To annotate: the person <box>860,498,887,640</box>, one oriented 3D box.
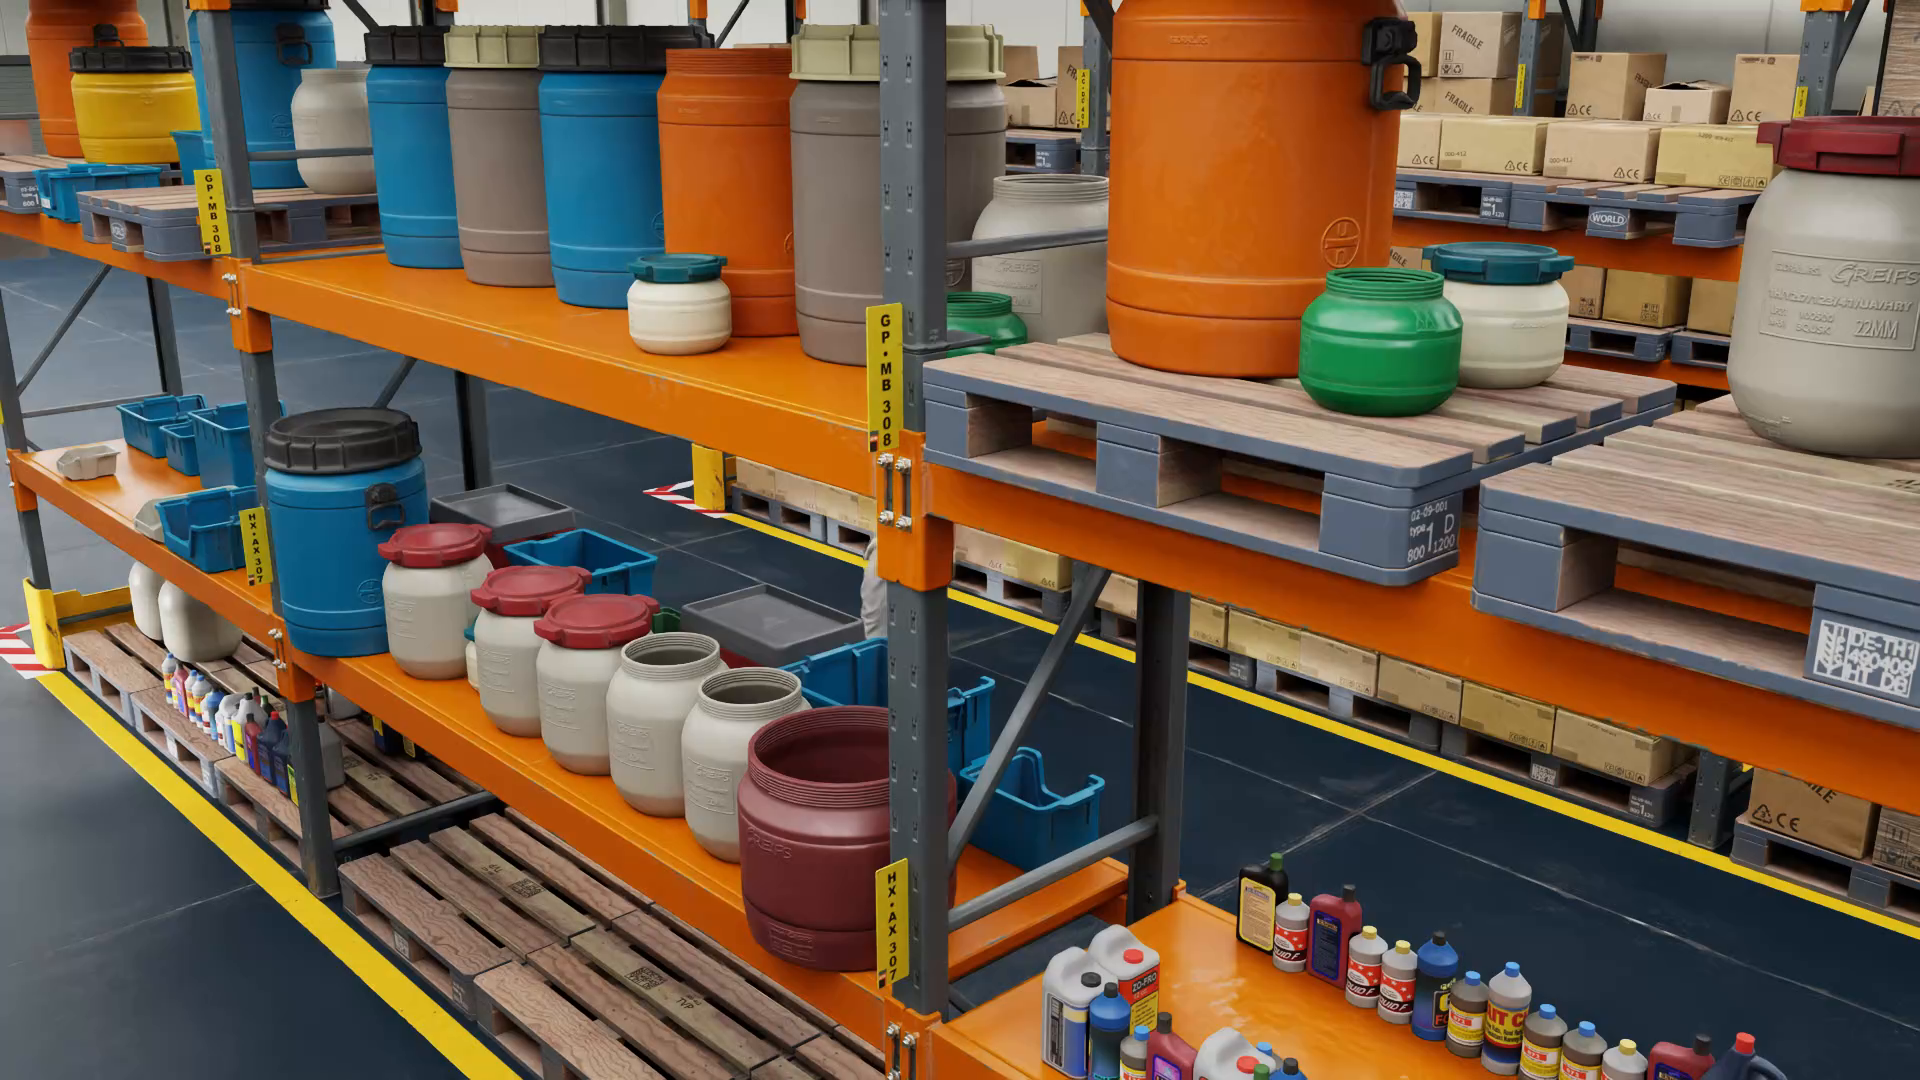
[{"bbox_3d":[-0.397,0.096,9.157,0.571,1.781,0.657,16,24,42],"label":"person"}]
